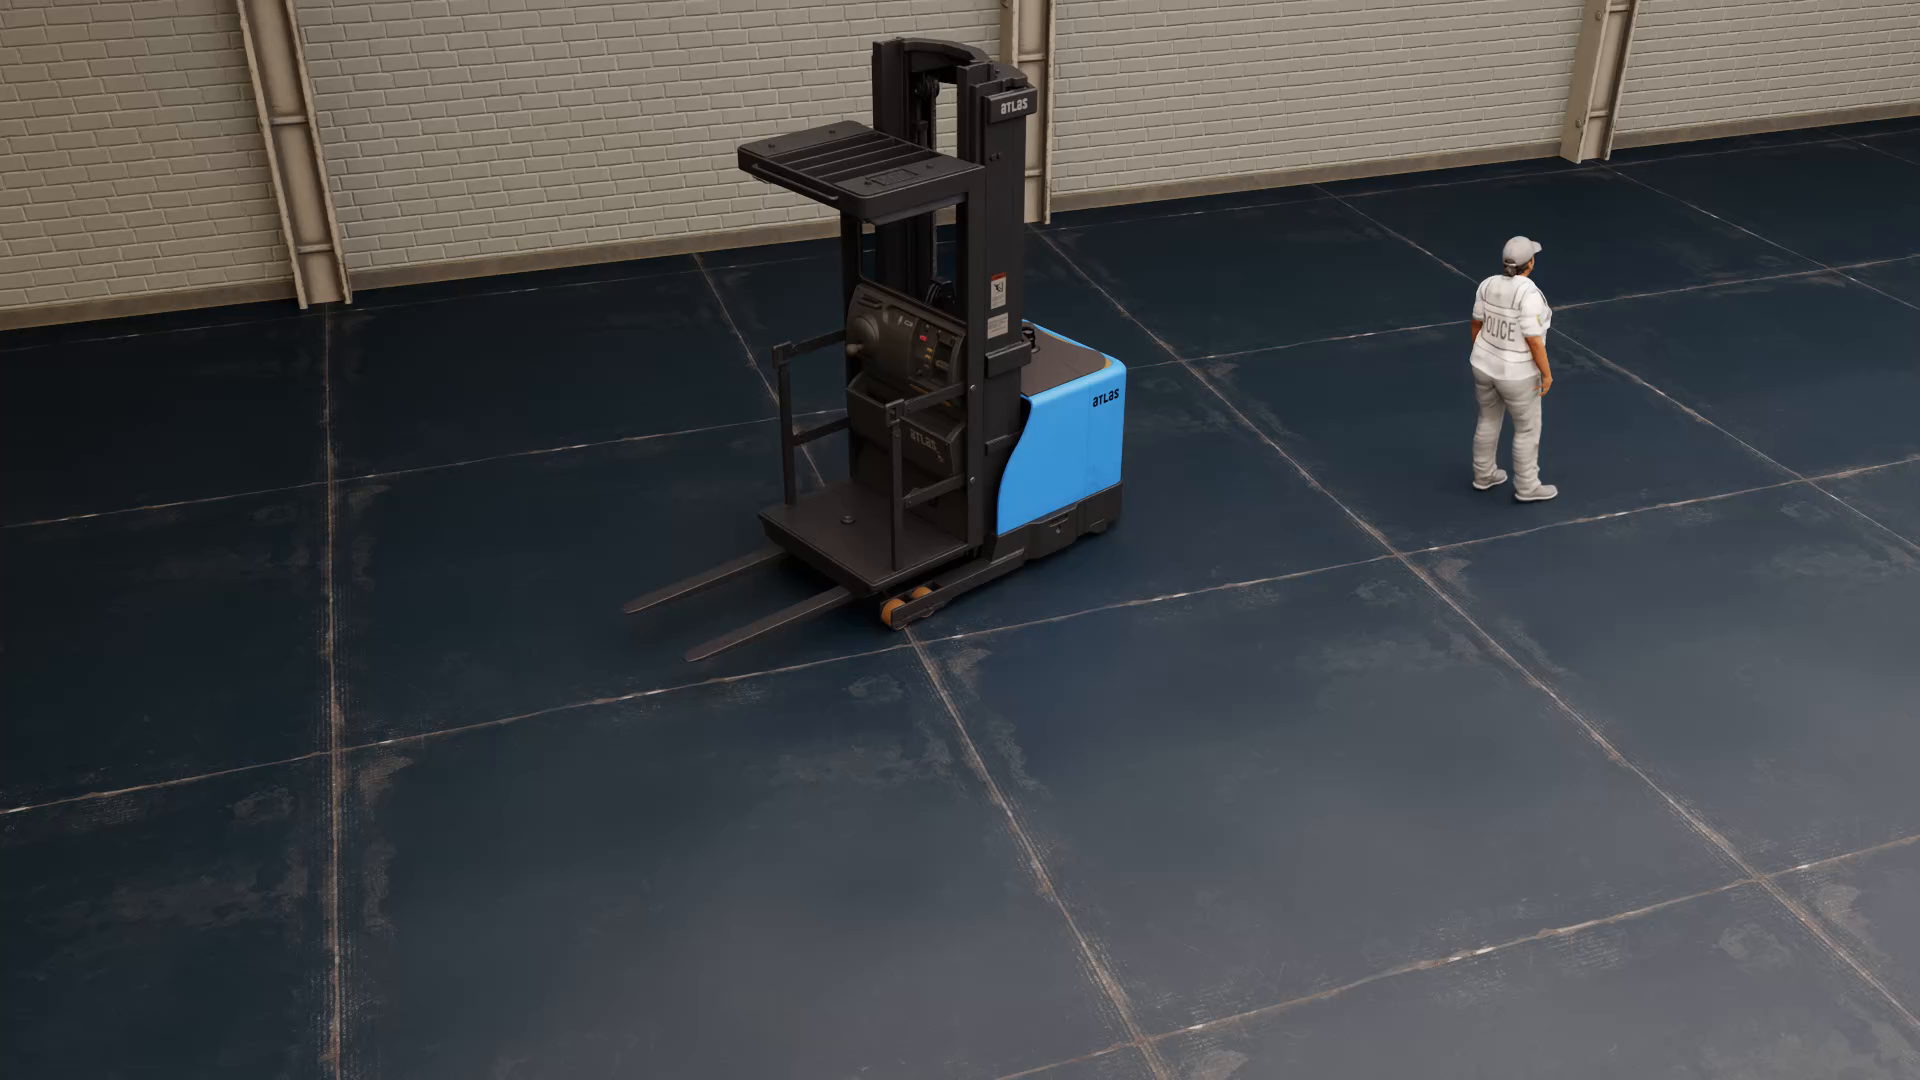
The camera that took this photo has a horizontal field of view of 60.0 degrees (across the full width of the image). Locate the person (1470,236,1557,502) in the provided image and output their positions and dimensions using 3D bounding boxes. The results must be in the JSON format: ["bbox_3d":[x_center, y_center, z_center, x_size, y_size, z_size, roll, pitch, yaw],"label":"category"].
[{"bbox_3d":[3.418,-1.058,10.179,0.529,1.670,0.596,-17,34,-28],"label":"person"}]

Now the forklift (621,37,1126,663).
[{"bbox_3d":[-0.461,-1.072,8.951,3.031,2.935,1.130,-23,37,-34],"label":"forklift"}]
